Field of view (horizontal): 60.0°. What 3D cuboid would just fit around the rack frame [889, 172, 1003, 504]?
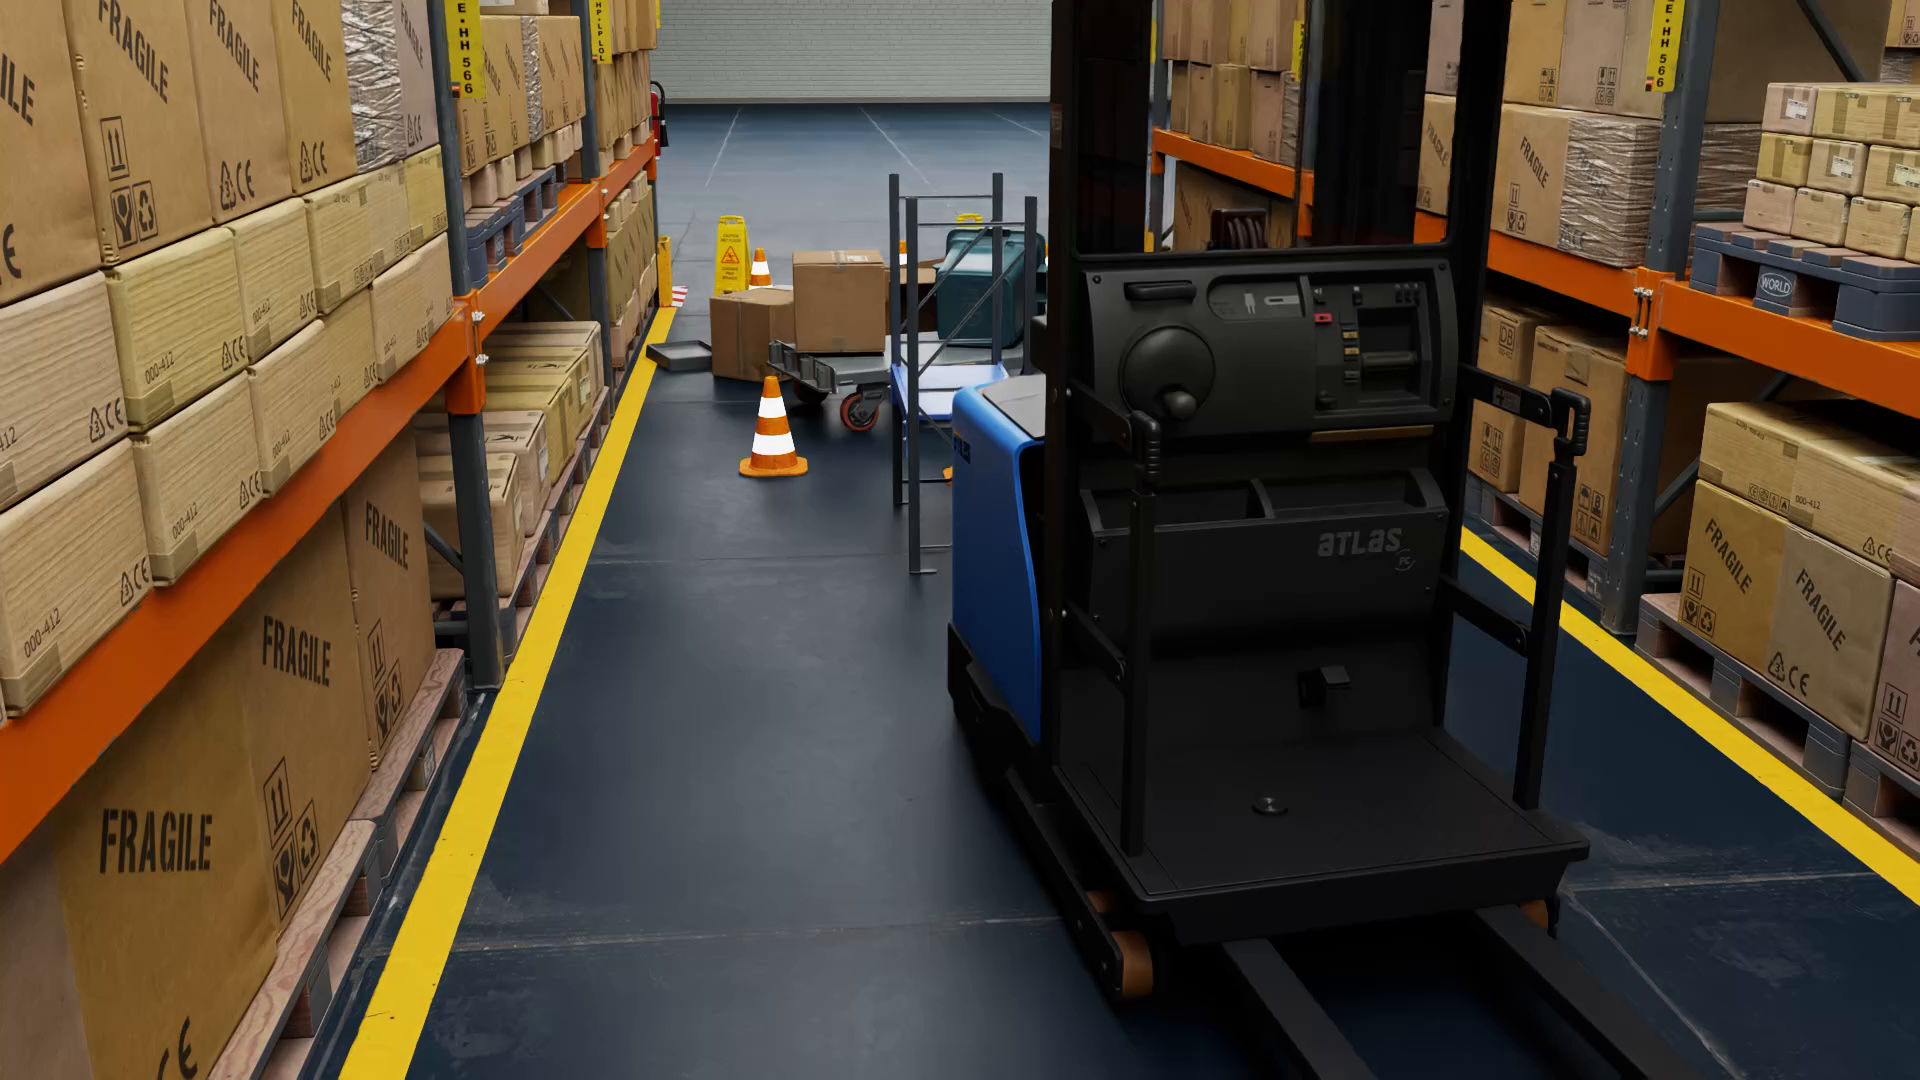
[{"bbox_3d":[-0.061,-0.892,7.516,0.500,1.500,0.032,-2,18,-6],"label":"rack frame"}]

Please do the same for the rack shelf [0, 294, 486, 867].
[{"bbox_3d":[-1.835,0.013,3.329,1.077,0.370,4.000,-2,18,-6],"label":"rack shelf"}]

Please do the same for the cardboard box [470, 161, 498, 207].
[{"bbox_3d":[-1.868,-1.278,5.957,0.380,0.149,0.250,-3,18,-9],"label":"cardboard box"}]

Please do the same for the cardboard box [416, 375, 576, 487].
[{"bbox_3d":[-2.246,-0.487,7.407,0.950,0.372,0.625,-1,17,-4],"label":"cardboard box"}]

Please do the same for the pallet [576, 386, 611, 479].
[{"bbox_3d":[-2.372,-0.556,8.595,1.003,0.211,1.213,-2,18,-6],"label":"pallet"}]

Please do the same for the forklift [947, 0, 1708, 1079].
[{"bbox_3d":[0.803,-0.465,3.766,1.130,2.935,3.031,-4,18,-13],"label":"forklift"}]

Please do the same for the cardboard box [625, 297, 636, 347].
[{"bbox_3d":[-2.312,-1.349,10.356,0.500,0.250,0.500,-1,17,-3],"label":"cardboard box"}]

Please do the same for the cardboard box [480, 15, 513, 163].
[{"bbox_3d":[-1.918,-1.612,5.941,0.500,0.500,0.500,-1,17,-3],"label":"cardboard box"}]

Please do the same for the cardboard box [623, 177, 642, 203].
[{"bbox_3d":[-2.371,-2.374,11.286,0.380,0.149,0.250,-1,17,-3],"label":"cardboard box"}]

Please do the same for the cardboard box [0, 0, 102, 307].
[{"bbox_3d":[-1.468,-0.550,2.085,0.500,0.500,0.500,-2,18,-6],"label":"cardboard box"}]

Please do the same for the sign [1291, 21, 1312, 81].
[{"bbox_3d":[1.908,-2.734,9.301,0.100,0.325,0.005,-2,18,-6],"label":"sign"}]

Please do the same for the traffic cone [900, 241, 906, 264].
[{"bbox_3d":[-0.470,-2.147,13.242,0.336,0.463,0.334,-2,18,-6],"label":"traffic cone"}]

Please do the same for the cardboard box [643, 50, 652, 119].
[{"bbox_3d":[-2.536,-3.346,12.164,0.500,0.500,0.500,-2,18,-7],"label":"cardboard box"}]

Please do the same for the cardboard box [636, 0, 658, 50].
[{"bbox_3d":[-2.397,-3.531,11.084,0.700,0.500,0.500,-2,18,-6],"label":"cardboard box"}]

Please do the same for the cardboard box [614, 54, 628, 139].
[{"bbox_3d":[-2.336,-2.746,10.253,0.500,0.500,0.500,-2,18,-6],"label":"cardboard box"}]

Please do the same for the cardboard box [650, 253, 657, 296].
[{"bbox_3d":[-2.513,-1.959,12.297,0.500,0.250,0.500,-2,18,-6],"label":"cardboard box"}]

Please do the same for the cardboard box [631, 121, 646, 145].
[{"bbox_3d":[-2.417,-2.860,11.699,0.380,0.149,0.250,-1,17,-5],"label":"cardboard box"}]

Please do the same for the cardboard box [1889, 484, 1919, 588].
[{"bbox_3d":[2.793,0.037,4.271,0.500,0.250,0.500,-2,18,-5],"label":"cardboard box"}]

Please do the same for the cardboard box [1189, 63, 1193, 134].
[{"bbox_3d":[2.209,-3.292,12.405,0.875,0.550,0.550,-2,18,-6],"label":"cardboard box"}]

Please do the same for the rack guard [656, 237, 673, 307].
[{"bbox_3d":[-2.858,-2.094,13.014,1.175,0.500,0.348,-2,18,-6],"label":"rack guard"}]

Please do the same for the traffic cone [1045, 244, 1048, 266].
[{"bbox_3d":[0.689,-2.080,13.031,0.336,0.463,0.334,-2,18,-6],"label":"traffic cone"}]

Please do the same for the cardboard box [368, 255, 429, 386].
[{"bbox_3d":[-1.662,-0.560,4.204,0.500,0.250,0.500,-1,17,-5],"label":"cardboard box"}]

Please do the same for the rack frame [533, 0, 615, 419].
[{"bbox_3d":[-2.454,-2.118,8.916,1.000,3.000,0.127,-2,18,-6],"label":"rack frame"}]

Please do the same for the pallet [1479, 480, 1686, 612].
[{"bbox_3d":[2.866,-0.016,6.876,1.003,0.211,1.213,-2,18,-6],"label":"pallet"}]

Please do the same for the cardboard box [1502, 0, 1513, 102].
[{"bbox_3d":[2.674,-2.224,7.416,0.700,0.500,0.500,-2,18,-6],"label":"cardboard box"}]

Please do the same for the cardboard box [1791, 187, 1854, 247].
[{"bbox_3d":[2.745,-0.970,4.978,0.380,0.149,0.250,-1,17,-3],"label":"cardboard box"}]

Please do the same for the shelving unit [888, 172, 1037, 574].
[{"bbox_3d":[-0.009,-0.741,7.033,0.538,1.500,1.048,-2,18,-6],"label":"shelving unit"}]

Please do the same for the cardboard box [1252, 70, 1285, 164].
[{"bbox_3d":[2.330,-2.645,10.345,0.875,0.550,0.550,-2,18,-6],"label":"cardboard box"}]

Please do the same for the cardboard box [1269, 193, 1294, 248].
[{"bbox_3d":[2.464,-1.677,10.358,0.875,0.875,0.875,-2,17,-5],"label":"cardboard box"}]

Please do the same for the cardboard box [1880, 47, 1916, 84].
[{"bbox_3d":[7.200,-3.345,12.161,0.875,0.500,0.500,-2,18,-6],"label":"cardboard box"}]

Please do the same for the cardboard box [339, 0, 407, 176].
[{"bbox_3d":[-1.667,-1.152,4.004,0.500,0.500,0.500,-1,17,-5],"label":"cardboard box"}]

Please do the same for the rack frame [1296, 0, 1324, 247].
[{"bbox_3d":[2.459,-2.301,9.499,1.000,3.000,0.127,-2,18,-6],"label":"rack frame"}]

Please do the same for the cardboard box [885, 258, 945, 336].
[{"bbox_3d":[-0.167,-1.674,11.668,0.637,0.503,0.797,16,24,42],"label":"cardboard box"}]

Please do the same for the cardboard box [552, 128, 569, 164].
[{"bbox_3d":[-2.024,-1.823,7.695,0.380,0.149,0.250,-2,18,-5],"label":"cardboard box"}]

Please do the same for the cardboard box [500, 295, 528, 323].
[{"bbox_3d":[-2.782,-1.532,9.687,0.500,0.500,0.500,-2,18,-6],"label":"cardboard box"}]

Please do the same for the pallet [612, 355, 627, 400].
[{"bbox_3d":[-2.558,-0.987,9.967,1.003,0.211,1.213,-2,18,-6],"label":"pallet"}]

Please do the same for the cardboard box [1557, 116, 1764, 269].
[{"bbox_3d":[2.558,-1.283,6.089,0.500,0.500,0.500,-2,18,-6],"label":"cardboard box"}]

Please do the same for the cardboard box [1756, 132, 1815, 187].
[{"bbox_3d":[2.722,-1.182,5.154,0.380,0.149,0.250,-1,17,-3],"label":"cardboard box"}]

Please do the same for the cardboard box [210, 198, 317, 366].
[{"bbox_3d":[-1.555,-0.498,3.170,0.500,0.250,0.500,-2,18,-7],"label":"cardboard box"}]

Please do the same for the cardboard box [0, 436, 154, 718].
[{"bbox_3d":[-1.466,0.044,2.281,0.500,0.250,0.500,-2,18,-7],"label":"cardboard box"}]

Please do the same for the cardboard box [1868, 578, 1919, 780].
[{"bbox_3d":[2.804,0.404,4.354,0.500,0.500,0.500,-2,18,-7],"label":"cardboard box"}]

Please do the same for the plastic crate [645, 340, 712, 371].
[{"bbox_3d":[-1.800,-1.218,10.923,0.402,0.080,0.583,-8,19,-25],"label":"plastic crate"}]

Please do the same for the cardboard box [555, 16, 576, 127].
[{"bbox_3d":[-2.125,-2.230,7.907,0.500,0.500,0.500,-2,18,-5],"label":"cardboard box"}]

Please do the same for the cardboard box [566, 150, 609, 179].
[{"bbox_3d":[-2.167,-2.102,9.284,0.380,0.149,0.250,-2,18,-6],"label":"cardboard box"}]

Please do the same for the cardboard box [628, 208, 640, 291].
[{"bbox_3d":[-2.365,-1.862,10.738,0.500,0.500,0.500,-1,17,-3],"label":"cardboard box"}]

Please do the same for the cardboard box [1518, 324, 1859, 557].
[{"bbox_3d":[2.899,-0.420,6.563,1.050,0.750,0.750,-2,18,-6],"label":"cardboard box"}]

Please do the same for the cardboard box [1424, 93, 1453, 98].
[{"bbox_3d":[2.348,-1.884,8.004,0.500,0.500,0.500,-2,18,-6],"label":"cardboard box"}]

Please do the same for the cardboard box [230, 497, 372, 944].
[{"bbox_3d":[-1.965,0.361,3.864,0.875,0.875,0.875,-2,17,-5],"label":"cardboard box"}]

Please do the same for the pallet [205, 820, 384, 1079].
[{"bbox_3d":[-1.912,1.004,3.627,1.003,0.211,1.213,-2,18,-6],"label":"pallet"}]

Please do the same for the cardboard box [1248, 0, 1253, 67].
[{"bbox_3d":[2.364,-3.324,10.704,0.875,0.550,0.550,-2,18,-6],"label":"cardboard box"}]
